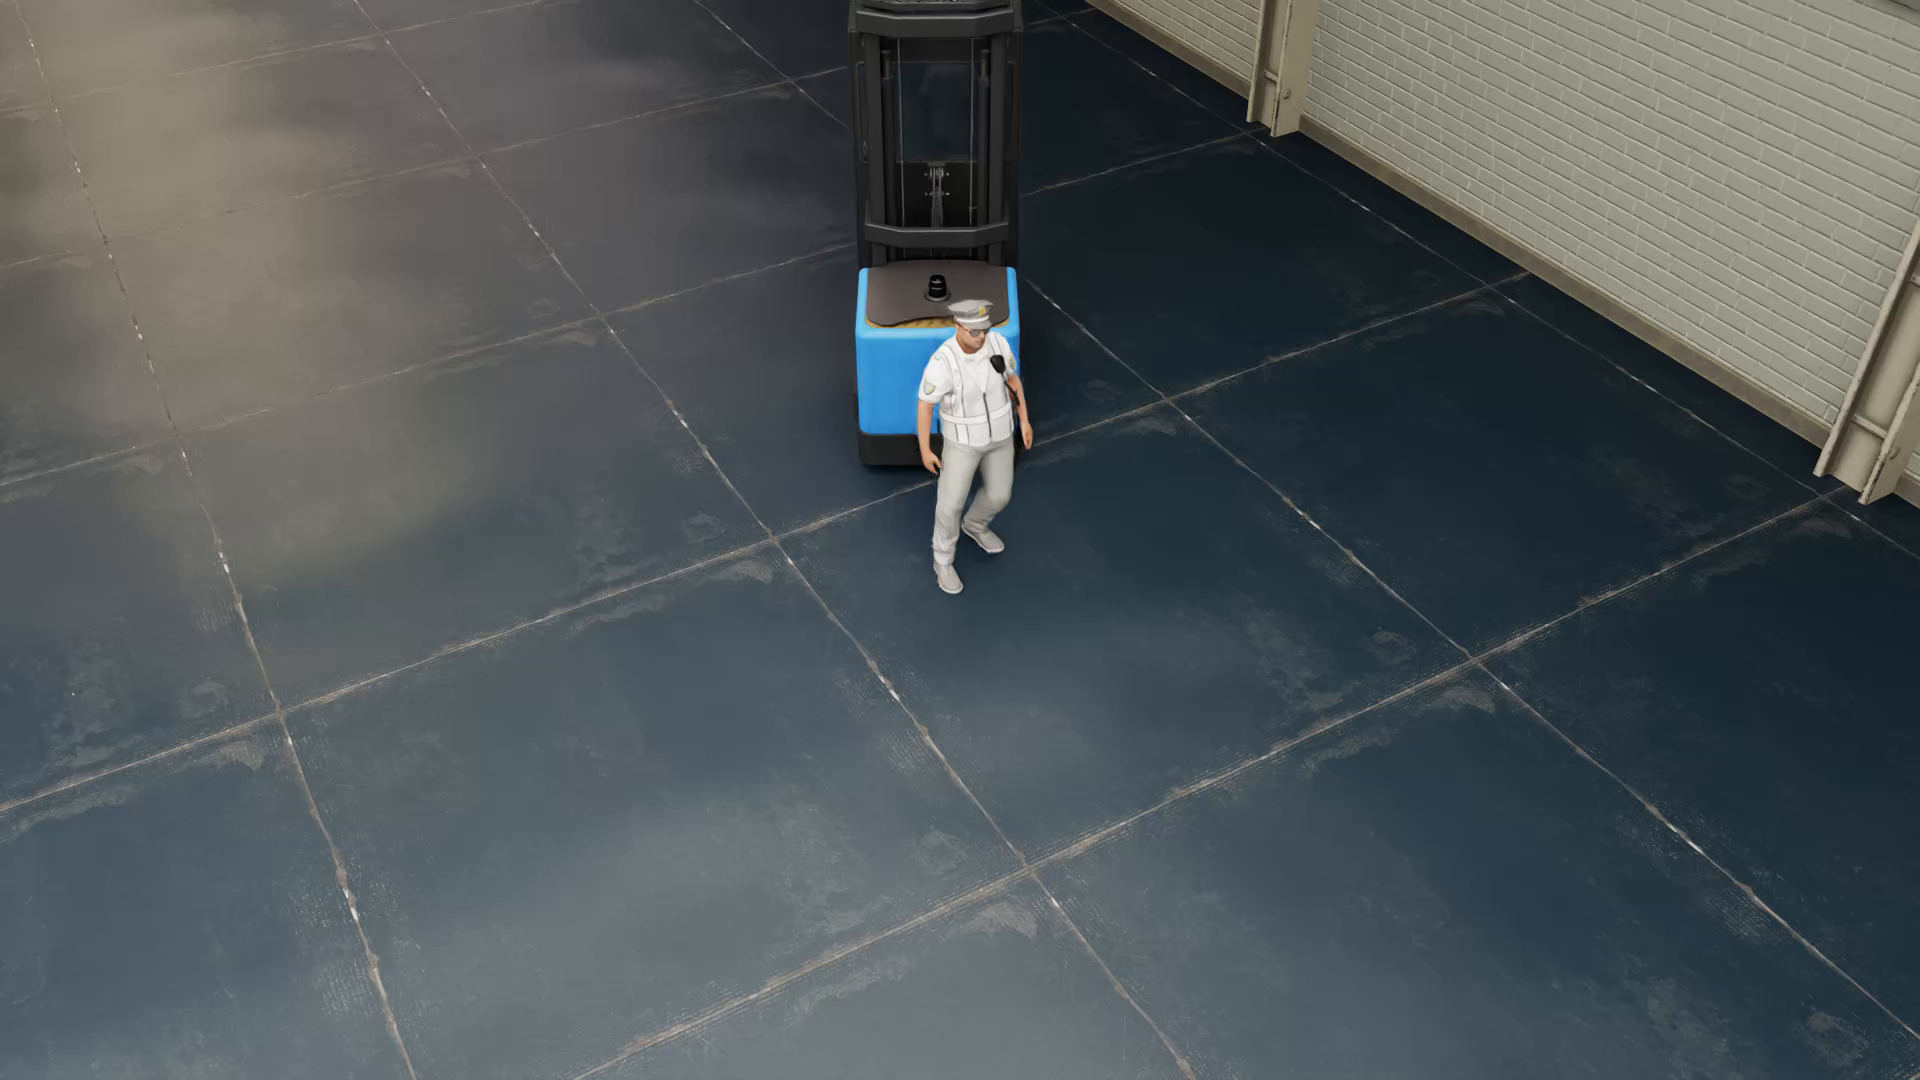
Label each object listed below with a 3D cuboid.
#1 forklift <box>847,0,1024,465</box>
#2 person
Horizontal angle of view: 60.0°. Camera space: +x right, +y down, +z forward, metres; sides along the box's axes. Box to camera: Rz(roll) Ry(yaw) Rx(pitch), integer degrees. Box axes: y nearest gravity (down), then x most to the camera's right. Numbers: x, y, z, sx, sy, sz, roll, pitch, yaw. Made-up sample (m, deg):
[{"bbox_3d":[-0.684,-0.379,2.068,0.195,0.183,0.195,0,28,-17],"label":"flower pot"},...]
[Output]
[{"bbox_3d":[-0.154,-2.528,11.083,1.130,2.935,3.031,0,40,-1],"label":"forklift"},{"bbox_3d":[0.110,-0.573,9.682,0.698,1.752,0.601,-16,42,-19],"label":"person"}]
